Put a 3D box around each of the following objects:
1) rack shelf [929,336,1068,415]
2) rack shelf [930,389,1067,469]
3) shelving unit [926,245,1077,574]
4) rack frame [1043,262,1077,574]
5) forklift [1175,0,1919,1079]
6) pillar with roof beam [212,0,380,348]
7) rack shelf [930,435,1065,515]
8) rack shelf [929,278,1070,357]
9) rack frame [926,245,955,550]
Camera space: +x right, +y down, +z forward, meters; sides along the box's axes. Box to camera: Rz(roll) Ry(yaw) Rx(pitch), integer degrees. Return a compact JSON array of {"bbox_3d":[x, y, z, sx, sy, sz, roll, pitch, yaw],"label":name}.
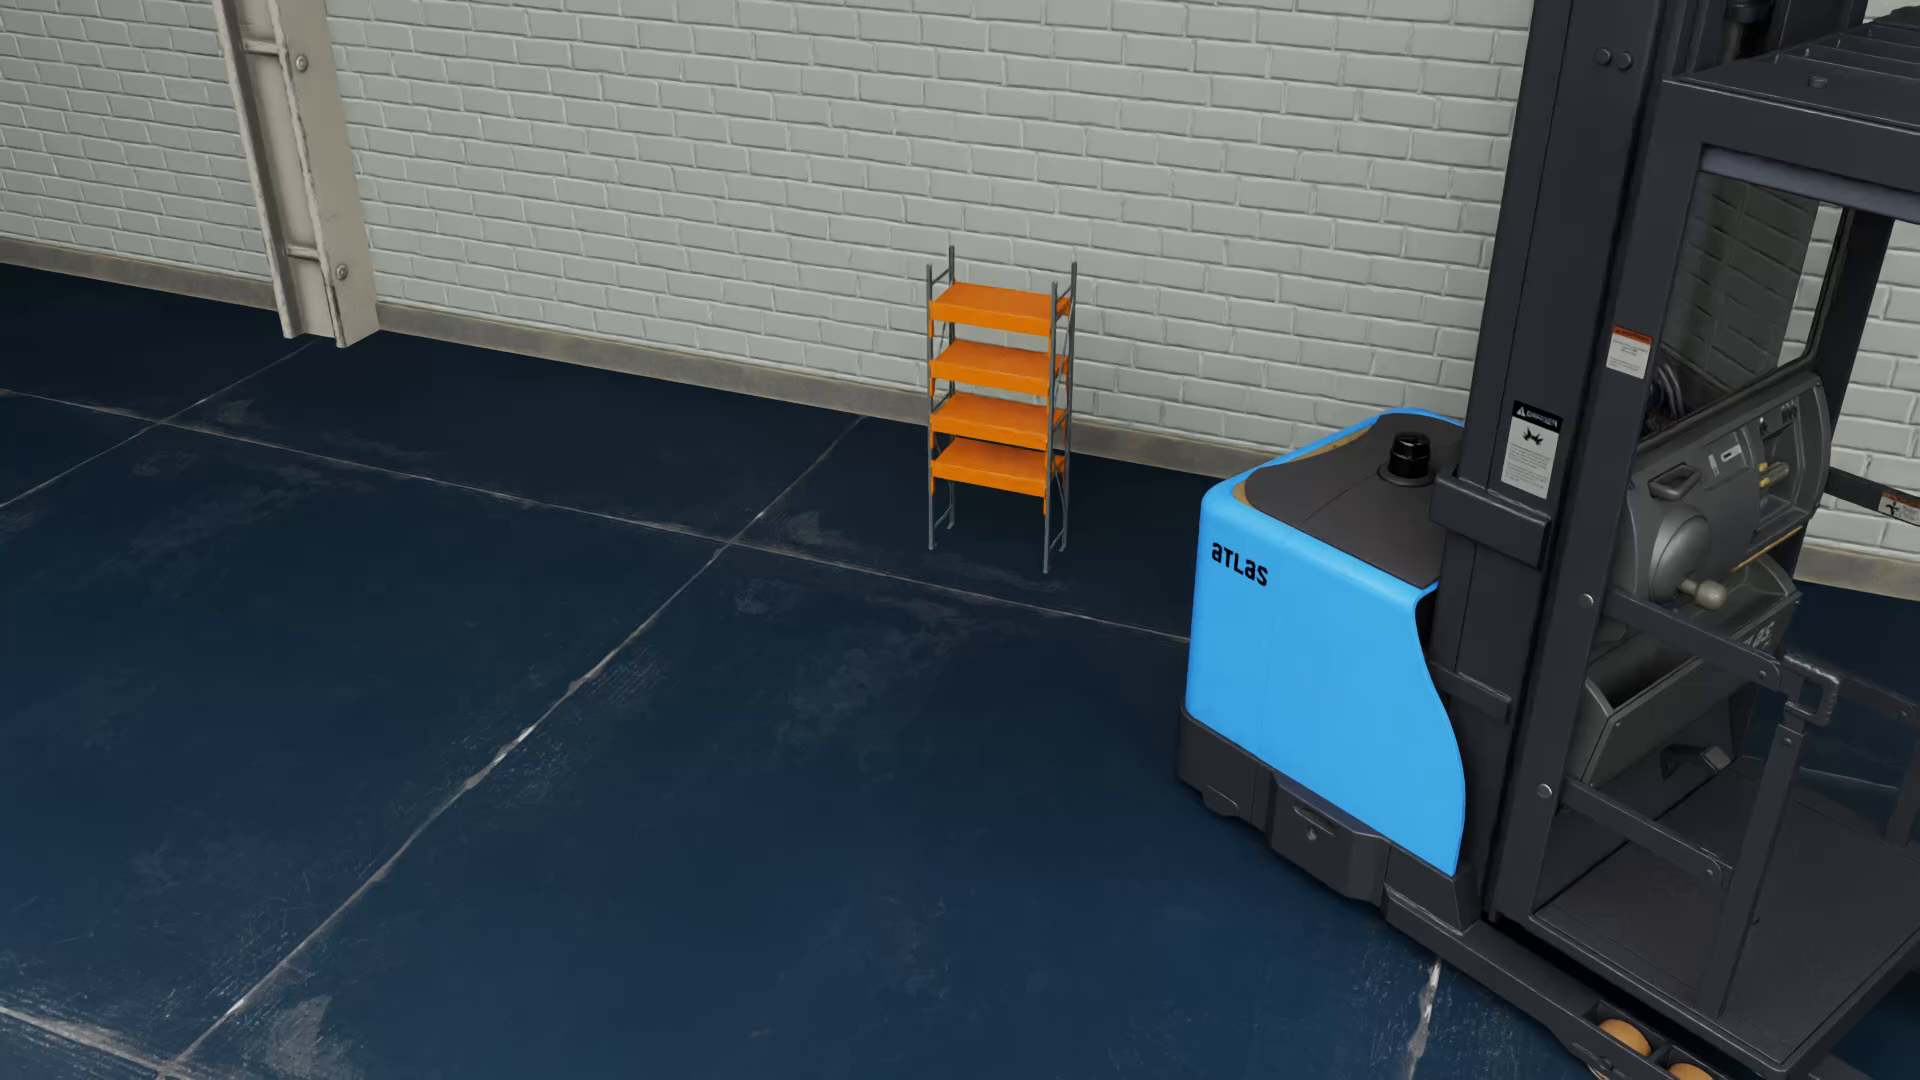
[{"bbox_3d":[0.153,-0.628,6.324,0.480,0.148,0.258,11,31,19],"label":"rack shelf"},{"bbox_3d":[0.153,-0.433,6.434,0.480,0.148,0.258,11,31,19],"label":"rack shelf"},{"bbox_3d":[0.153,-0.492,6.401,0.503,1.200,0.258,11,31,19],"label":"shelving unit"},{"bbox_3d":[0.379,-0.447,6.321,0.015,1.200,0.240,11,31,19],"label":"rack frame"},{"bbox_3d":[2.014,-0.082,3.916,1.130,2.935,3.031,-22,36,-34],"label":"forklift"},{"bbox_3d":[-4.883,-3.039,2.981,0.400,9.000,9.100,11,31,19],"label":"pillar with roof beam"},{"bbox_3d":[0.153,-0.260,6.531,0.480,0.148,0.258,11,31,19],"label":"rack shelf"},{"bbox_3d":[0.153,-0.834,6.207,0.480,0.148,0.258,11,31,19],"label":"rack shelf"},{"bbox_3d":[-0.073,-0.537,6.480,0.015,1.200,0.240,11,31,19],"label":"rack frame"}]
